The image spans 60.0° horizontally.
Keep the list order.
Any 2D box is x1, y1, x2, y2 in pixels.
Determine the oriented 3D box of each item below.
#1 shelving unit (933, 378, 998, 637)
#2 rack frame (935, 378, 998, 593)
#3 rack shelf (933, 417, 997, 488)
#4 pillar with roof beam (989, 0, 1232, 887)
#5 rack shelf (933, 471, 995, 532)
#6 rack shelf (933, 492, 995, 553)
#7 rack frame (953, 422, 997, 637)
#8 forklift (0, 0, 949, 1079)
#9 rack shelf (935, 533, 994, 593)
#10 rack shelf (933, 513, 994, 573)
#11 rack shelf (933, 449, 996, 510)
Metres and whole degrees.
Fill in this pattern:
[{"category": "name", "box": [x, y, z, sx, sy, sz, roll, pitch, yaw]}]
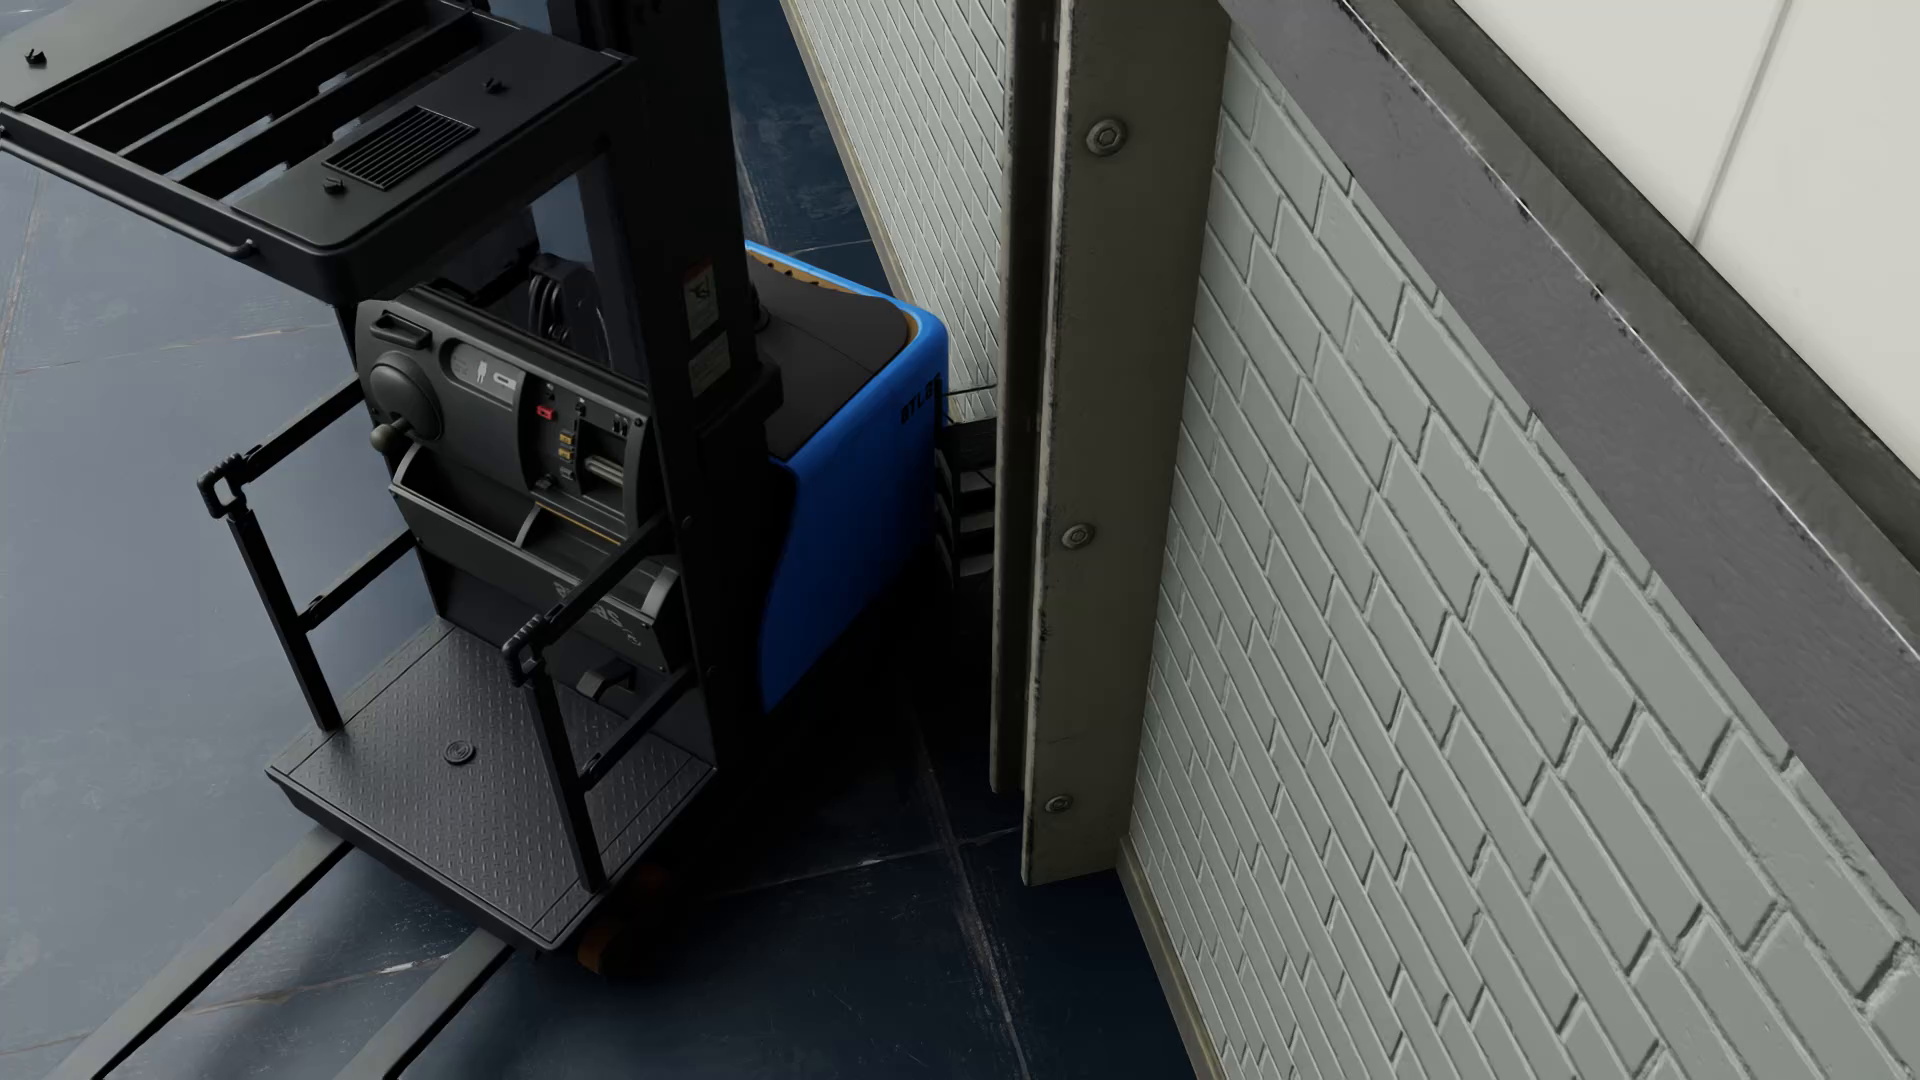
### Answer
[{"category": "shelving unit", "box": [0.067, -0.102, 5.148, 0.258, 0.900, 0.210, -11, 46, -11]}, {"category": "rack frame", "box": [0.039, -0.170, 5.218, 0.240, 0.900, 0.006, -11, 46, -11]}, {"category": "rack shelf", "box": [0.069, -0.271, 4.982, 0.258, 0.077, 0.200, -11, 46, -11]}, {"category": "pillar with roof beam", "box": [-3.875, -1.530, 0.949, 9.100, 9.000, 0.400, -11, 47, -10]}, {"category": "rack shelf", "box": [0.068, -0.142, 5.108, 0.258, 0.077, 0.200, -11, 46, -11]}, {"category": "rack shelf", "box": [0.067, -0.078, 5.171, 0.258, 0.077, 0.200, -11, 46, -11]}, {"category": "rack frame", "box": [0.095, -0.033, 5.078, 0.240, 0.900, 0.006, -11, 46, -11]}, {"category": "forklift", "box": [-1.235, -0.222, 3.915, 1.130, 2.935, 3.031, 24, 50, 22]}, {"category": "rack shelf", "box": [0.066, 0.051, 5.297, 0.258, 0.077, 0.200, -11, 46, -11]}, {"category": "rack shelf", "box": [0.067, -0.014, 5.234, 0.258, 0.077, 0.200, -11, 46, -11]}, {"category": "rack shelf", "box": [0.068, -0.206, 5.045, 0.258, 0.077, 0.200, -11, 46, -11]}]
